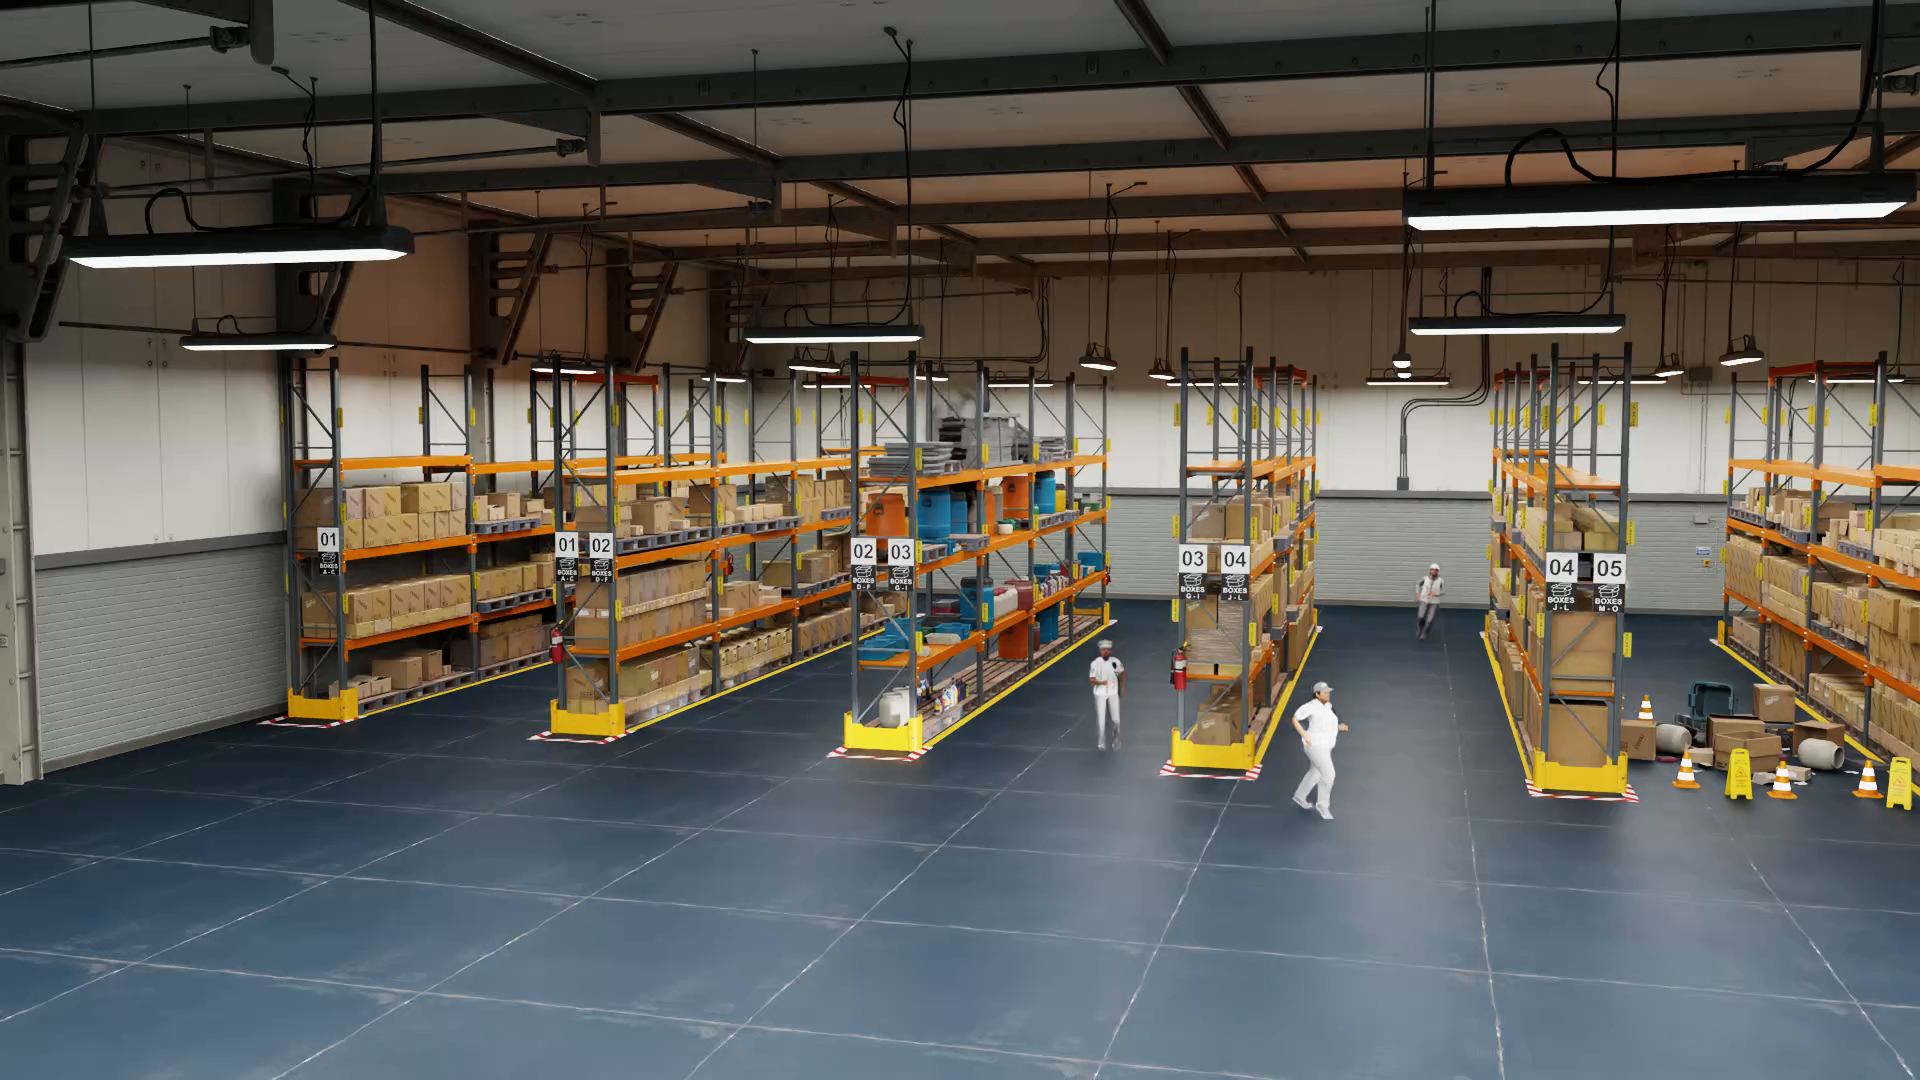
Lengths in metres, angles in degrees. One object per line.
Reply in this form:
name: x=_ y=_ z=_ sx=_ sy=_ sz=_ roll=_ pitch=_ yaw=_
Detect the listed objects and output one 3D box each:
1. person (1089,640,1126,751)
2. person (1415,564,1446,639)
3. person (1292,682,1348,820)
person: x=2.221 y=2.335 z=24.925 sx=0.566 sy=1.681 sz=0.665 roll=0 pitch=4 yaw=1
person: x=10.612 y=1.391 z=37.532 sx=0.660 sy=1.707 sz=0.559 roll=1 pitch=4 yaw=15
person: x=4.522 y=2.647 z=20.974 sx=0.752 sy=1.728 sz=0.584 roll=4 pitch=6 yaw=40
